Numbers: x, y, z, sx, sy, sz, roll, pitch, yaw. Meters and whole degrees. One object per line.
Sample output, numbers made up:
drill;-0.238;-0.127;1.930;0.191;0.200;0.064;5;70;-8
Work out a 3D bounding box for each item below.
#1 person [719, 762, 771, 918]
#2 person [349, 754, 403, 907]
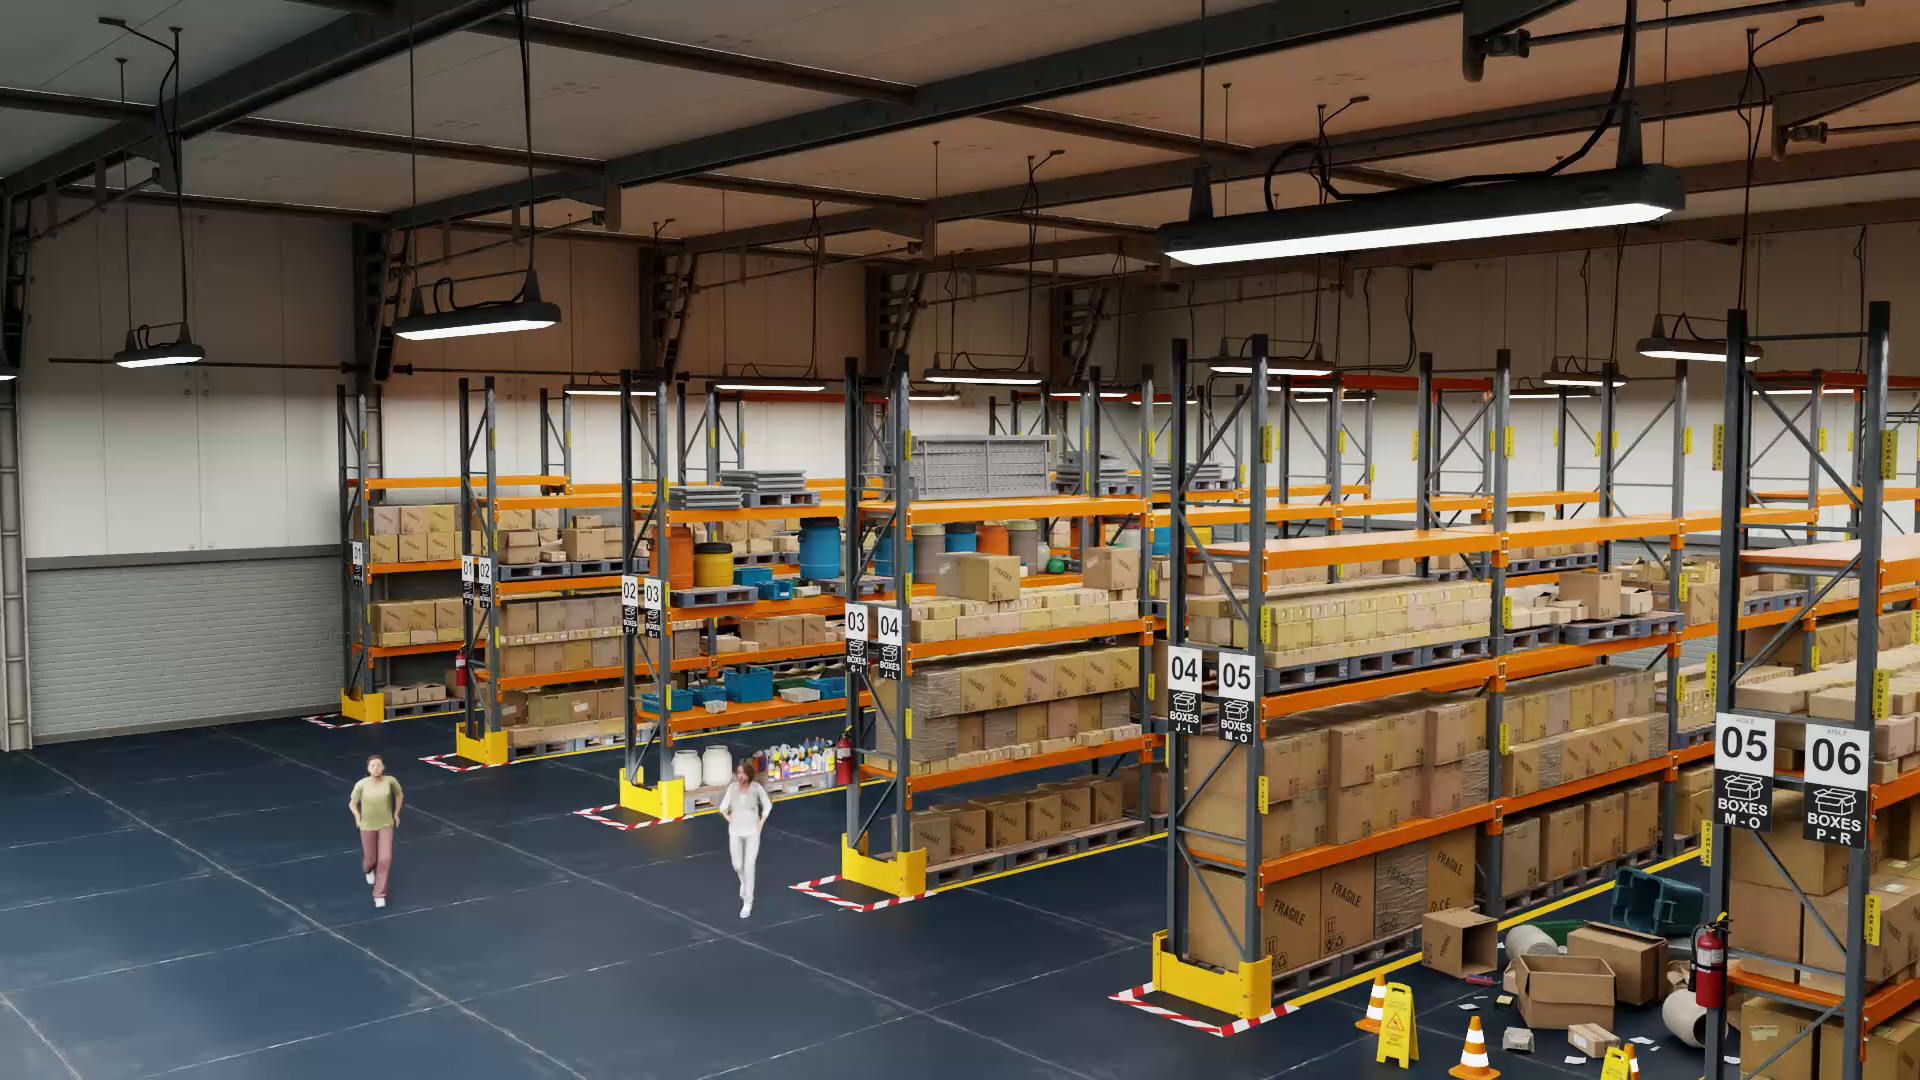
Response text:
person;-2.329;3.197;17.957;0.545;1.619;0.698;0;4;7
person;-6.412;3.149;18.295;0.569;1.637;0.801;-2;4;-24
